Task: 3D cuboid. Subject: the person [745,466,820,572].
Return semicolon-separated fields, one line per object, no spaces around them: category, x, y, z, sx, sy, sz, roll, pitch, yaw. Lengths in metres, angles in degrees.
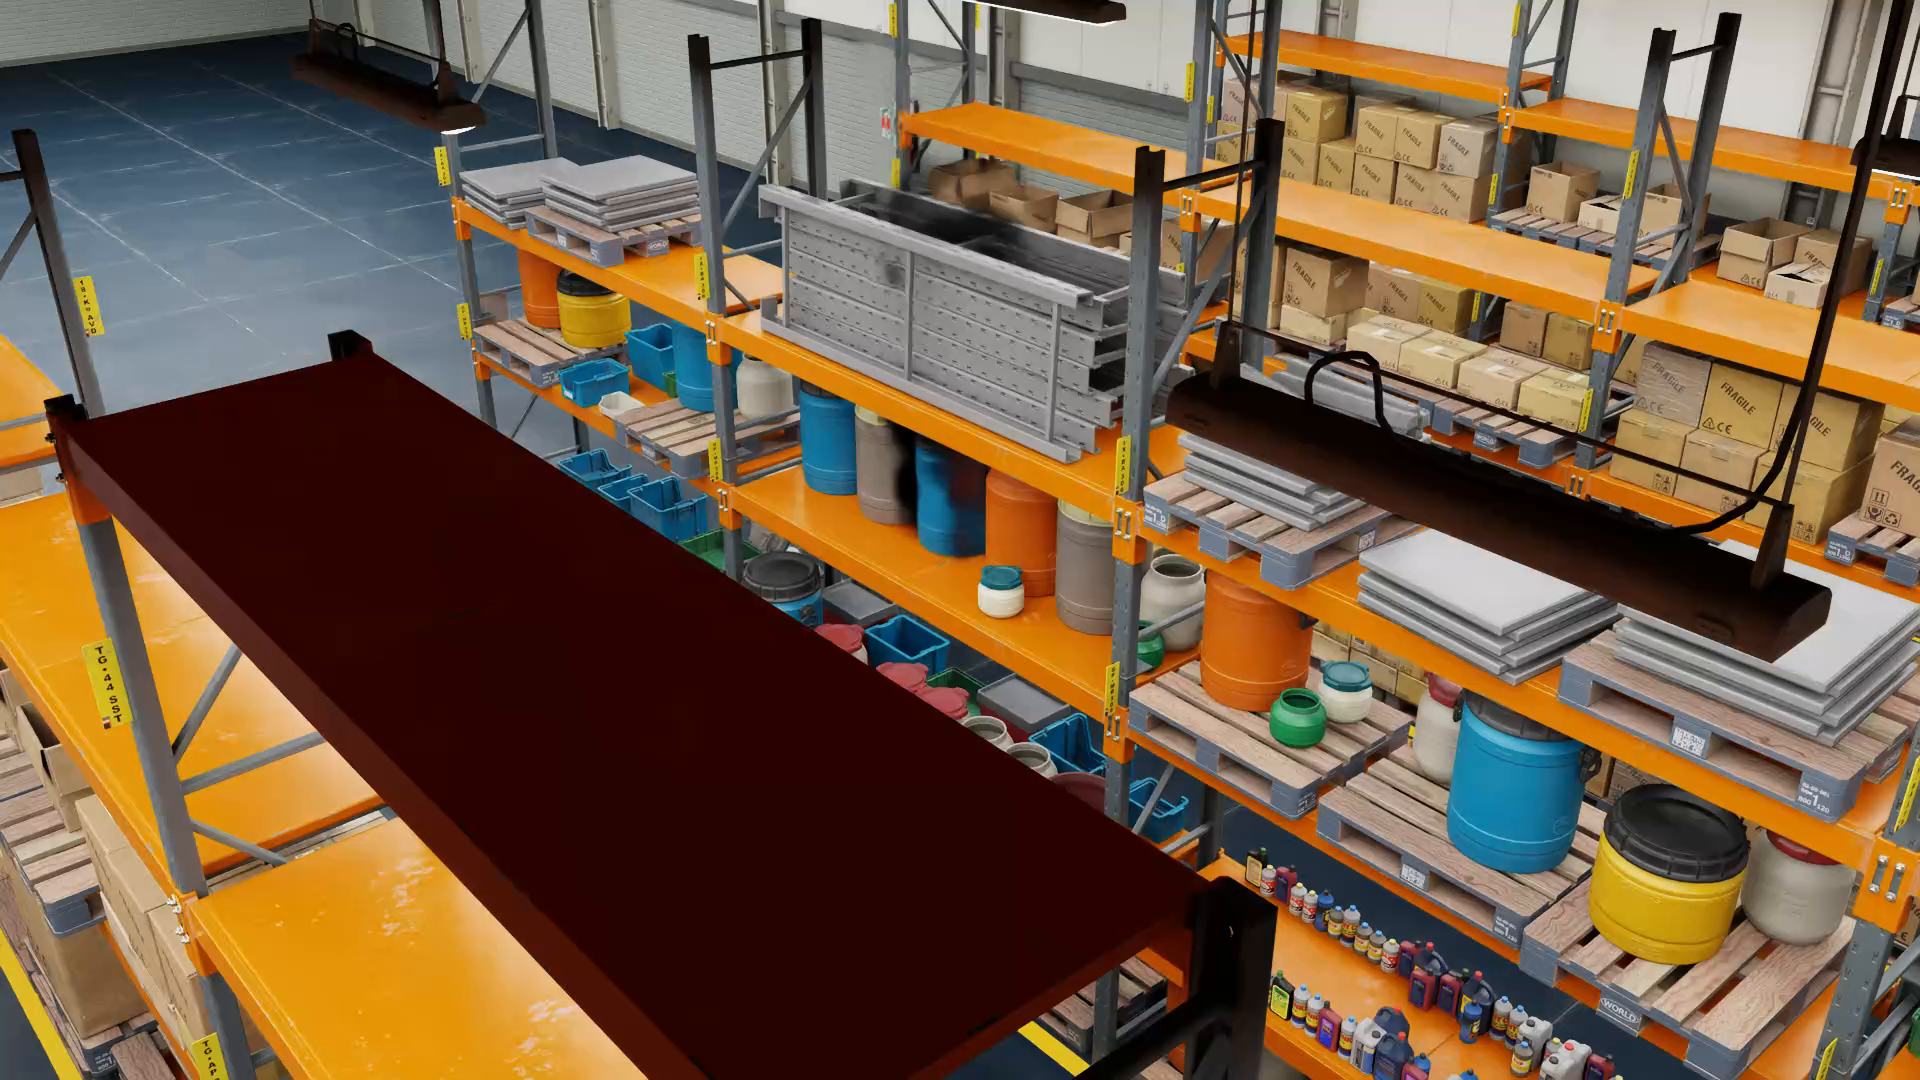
person;-1.771;-0.210;16.055;0.823;1.761;0.665;14;30;25
